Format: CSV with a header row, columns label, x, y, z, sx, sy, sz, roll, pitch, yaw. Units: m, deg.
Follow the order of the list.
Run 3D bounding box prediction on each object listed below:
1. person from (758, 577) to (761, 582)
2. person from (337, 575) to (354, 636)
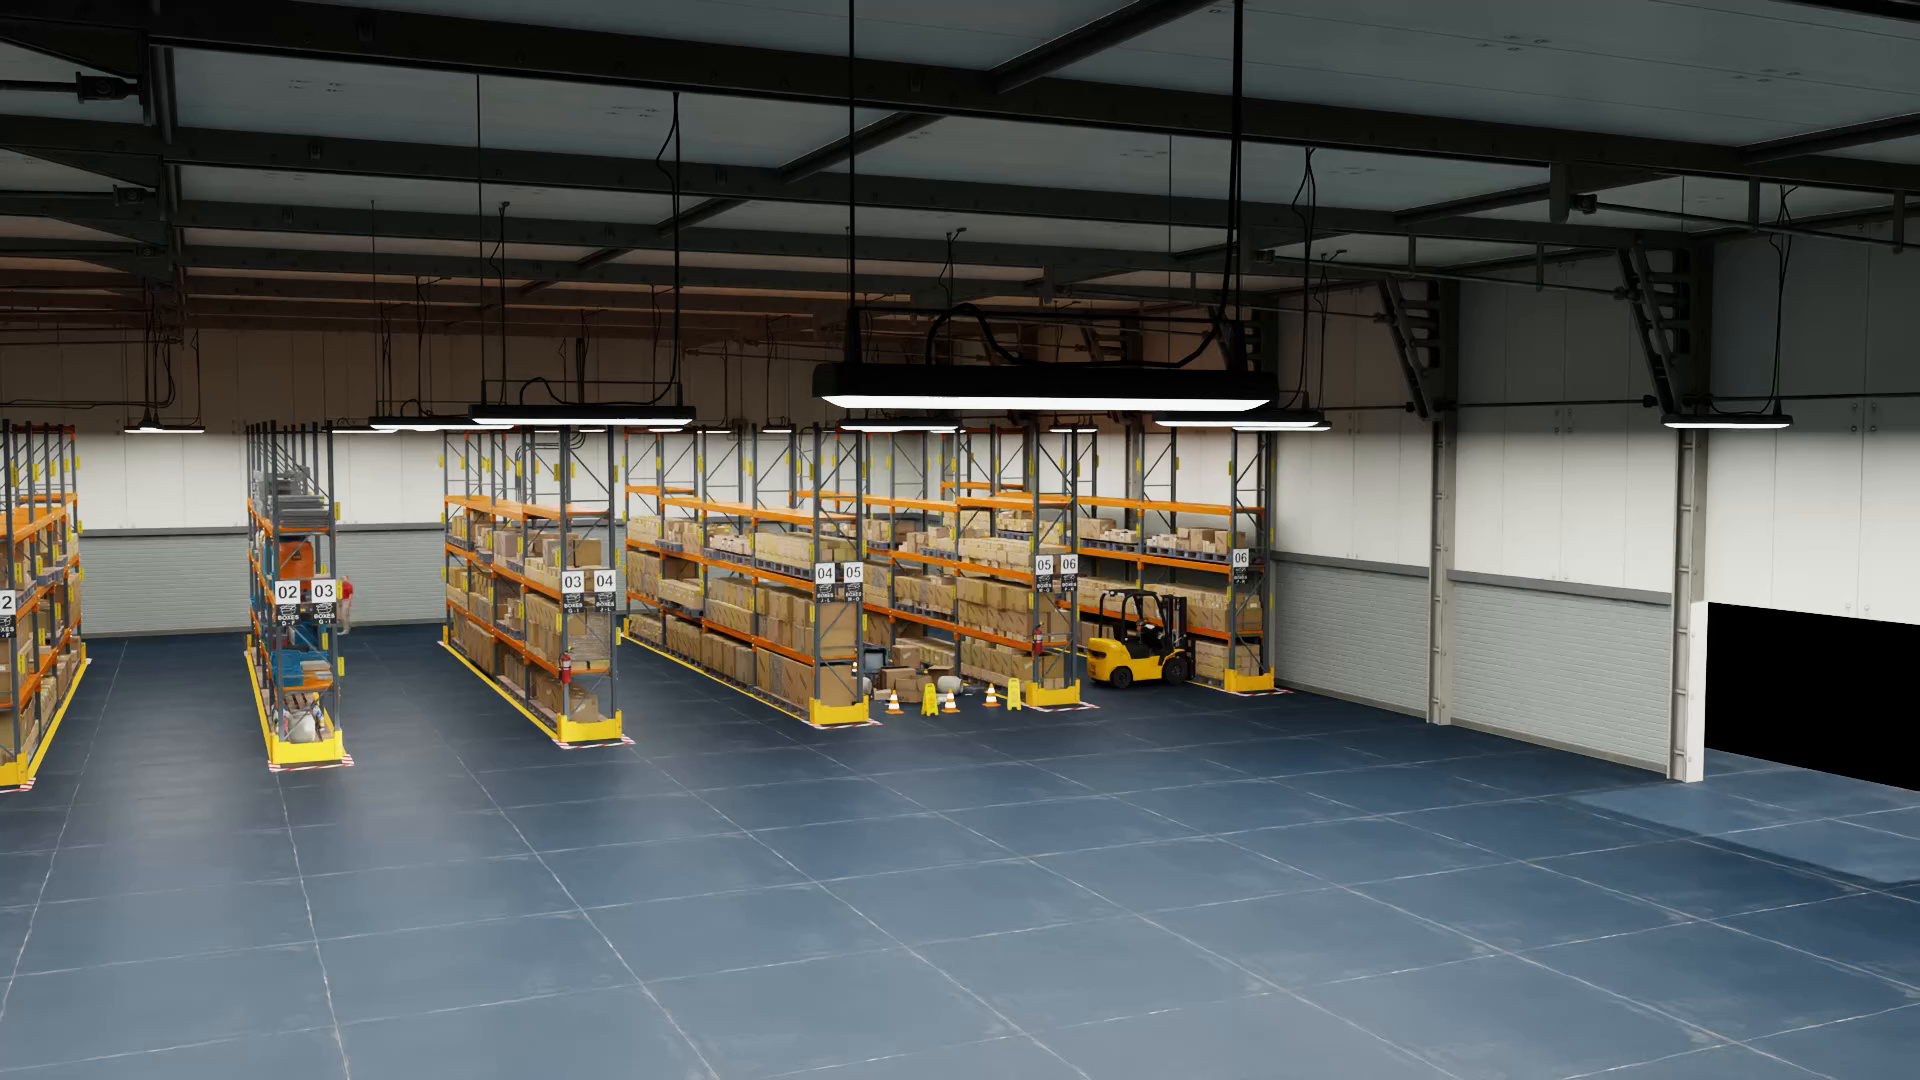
label,x,y,z,sx,sy,sz,roll,pitch,yaw
person,-5.730,1.908,47.171,0.375,1.825,0.544,0,4,2
person,-17.740,1.939,47.843,0.563,1.850,0.507,1,4,19
